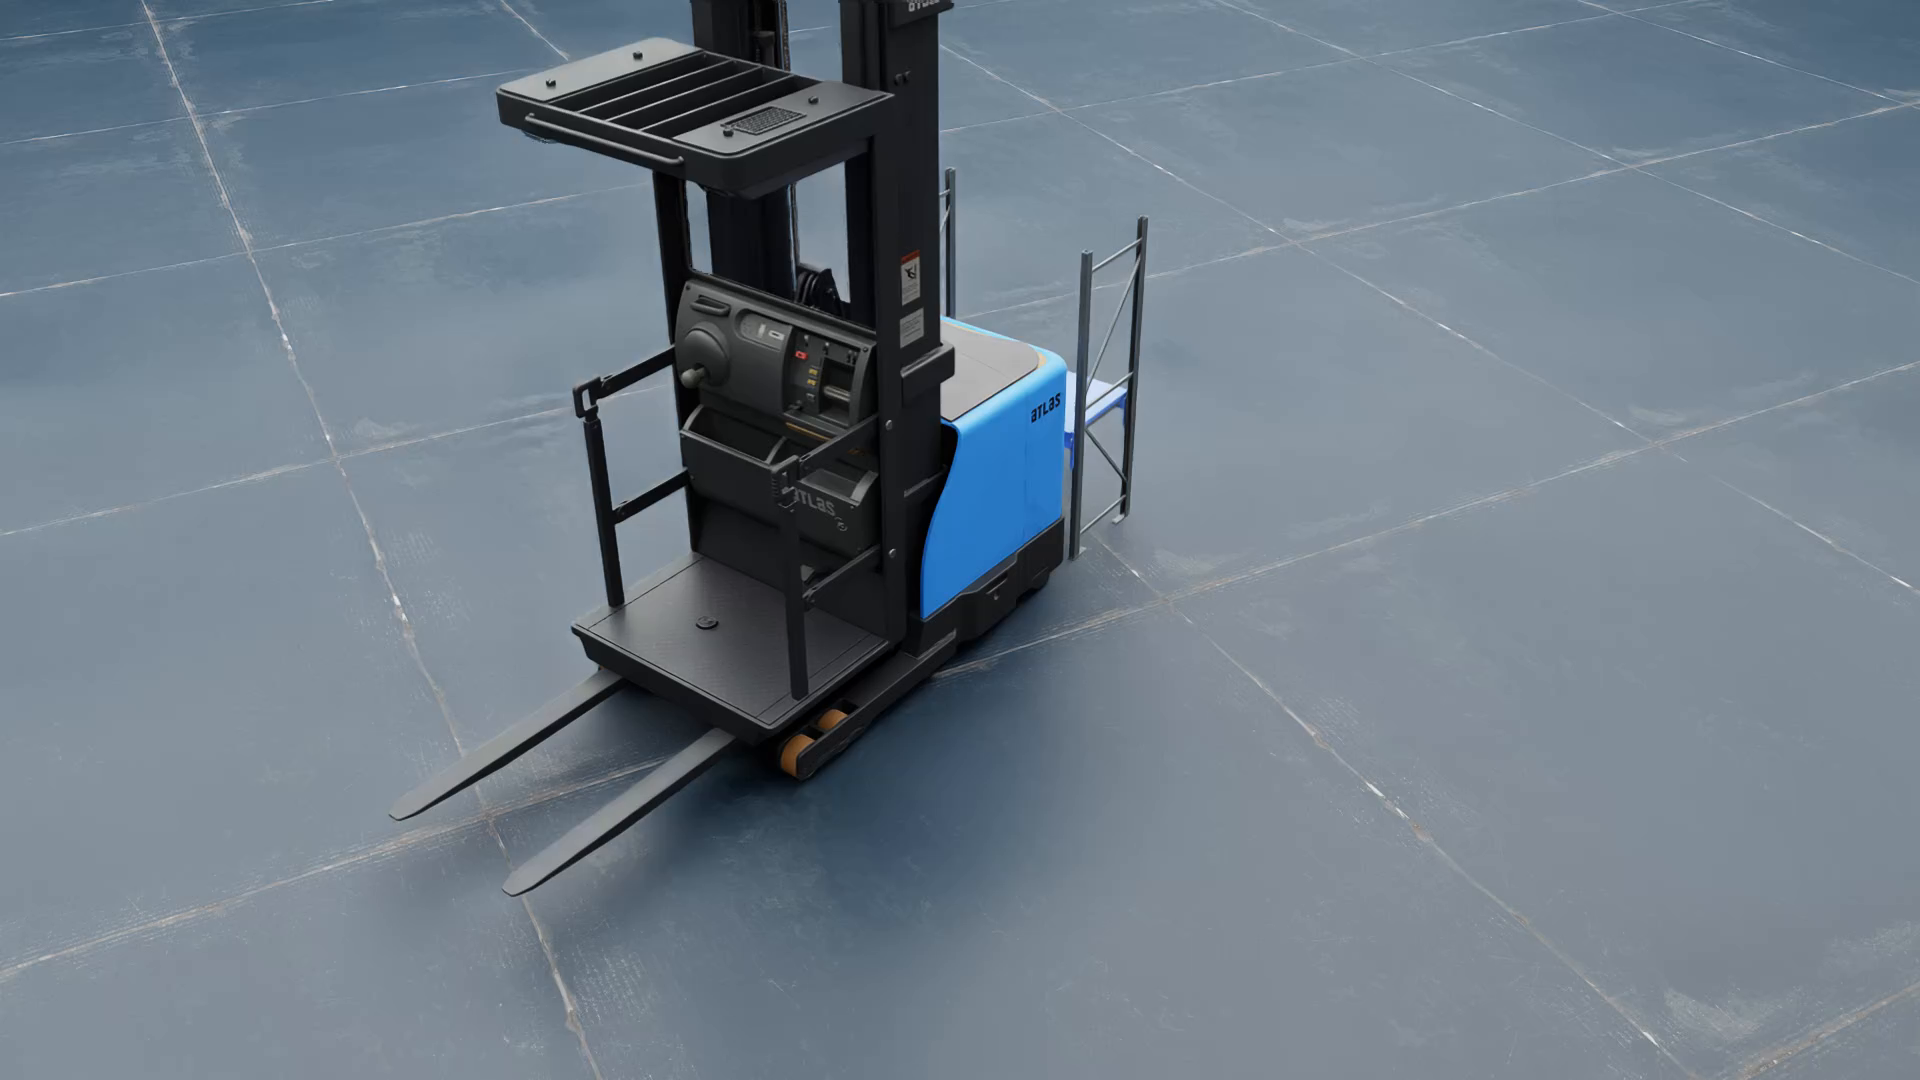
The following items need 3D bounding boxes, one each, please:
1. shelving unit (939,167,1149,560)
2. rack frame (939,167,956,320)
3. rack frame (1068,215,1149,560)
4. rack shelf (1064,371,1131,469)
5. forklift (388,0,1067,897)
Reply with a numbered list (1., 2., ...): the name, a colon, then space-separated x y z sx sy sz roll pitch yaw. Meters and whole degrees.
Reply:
1. shelving unit: 0.239 -0.811 7.625 1.048 1.500 0.538 21 38 29
2. rack frame: -0.176 -0.969 7.872 0.032 1.500 0.500 21 38 29
3. rack frame: 0.654 -0.652 7.377 0.032 1.500 0.500 21 38 29
4. rack shelf: 0.239 -0.659 7.722 1.000 0.185 0.538 21 38 29
5. forklift: -0.827 -0.627 6.011 1.130 2.935 3.031 22 39 31
